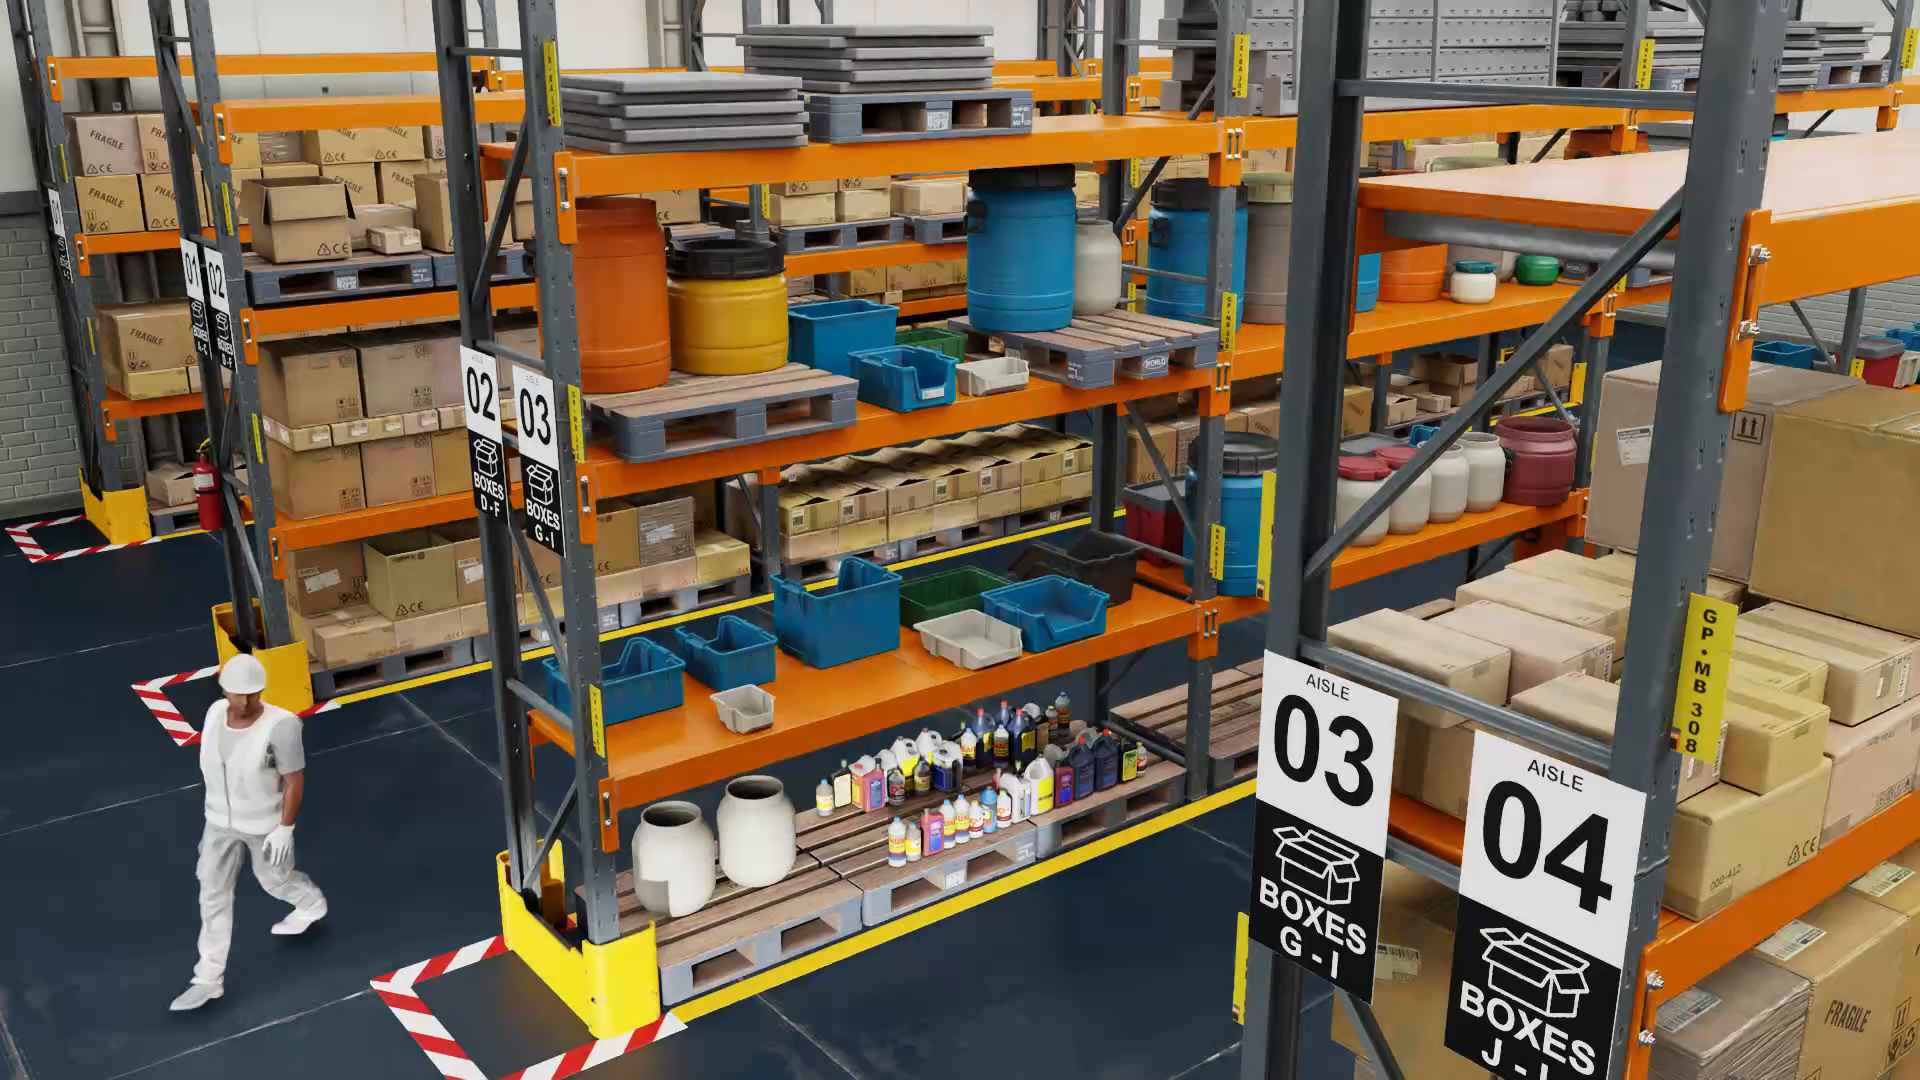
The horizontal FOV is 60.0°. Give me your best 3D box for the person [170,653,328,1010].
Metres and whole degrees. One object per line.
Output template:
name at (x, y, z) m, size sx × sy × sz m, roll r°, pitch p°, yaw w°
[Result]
person at (-3.518, 1.376, 8.204) m, size 0.646 × 1.731 × 1.014 m, roll 3°, pitch 18°, yaw 10°
